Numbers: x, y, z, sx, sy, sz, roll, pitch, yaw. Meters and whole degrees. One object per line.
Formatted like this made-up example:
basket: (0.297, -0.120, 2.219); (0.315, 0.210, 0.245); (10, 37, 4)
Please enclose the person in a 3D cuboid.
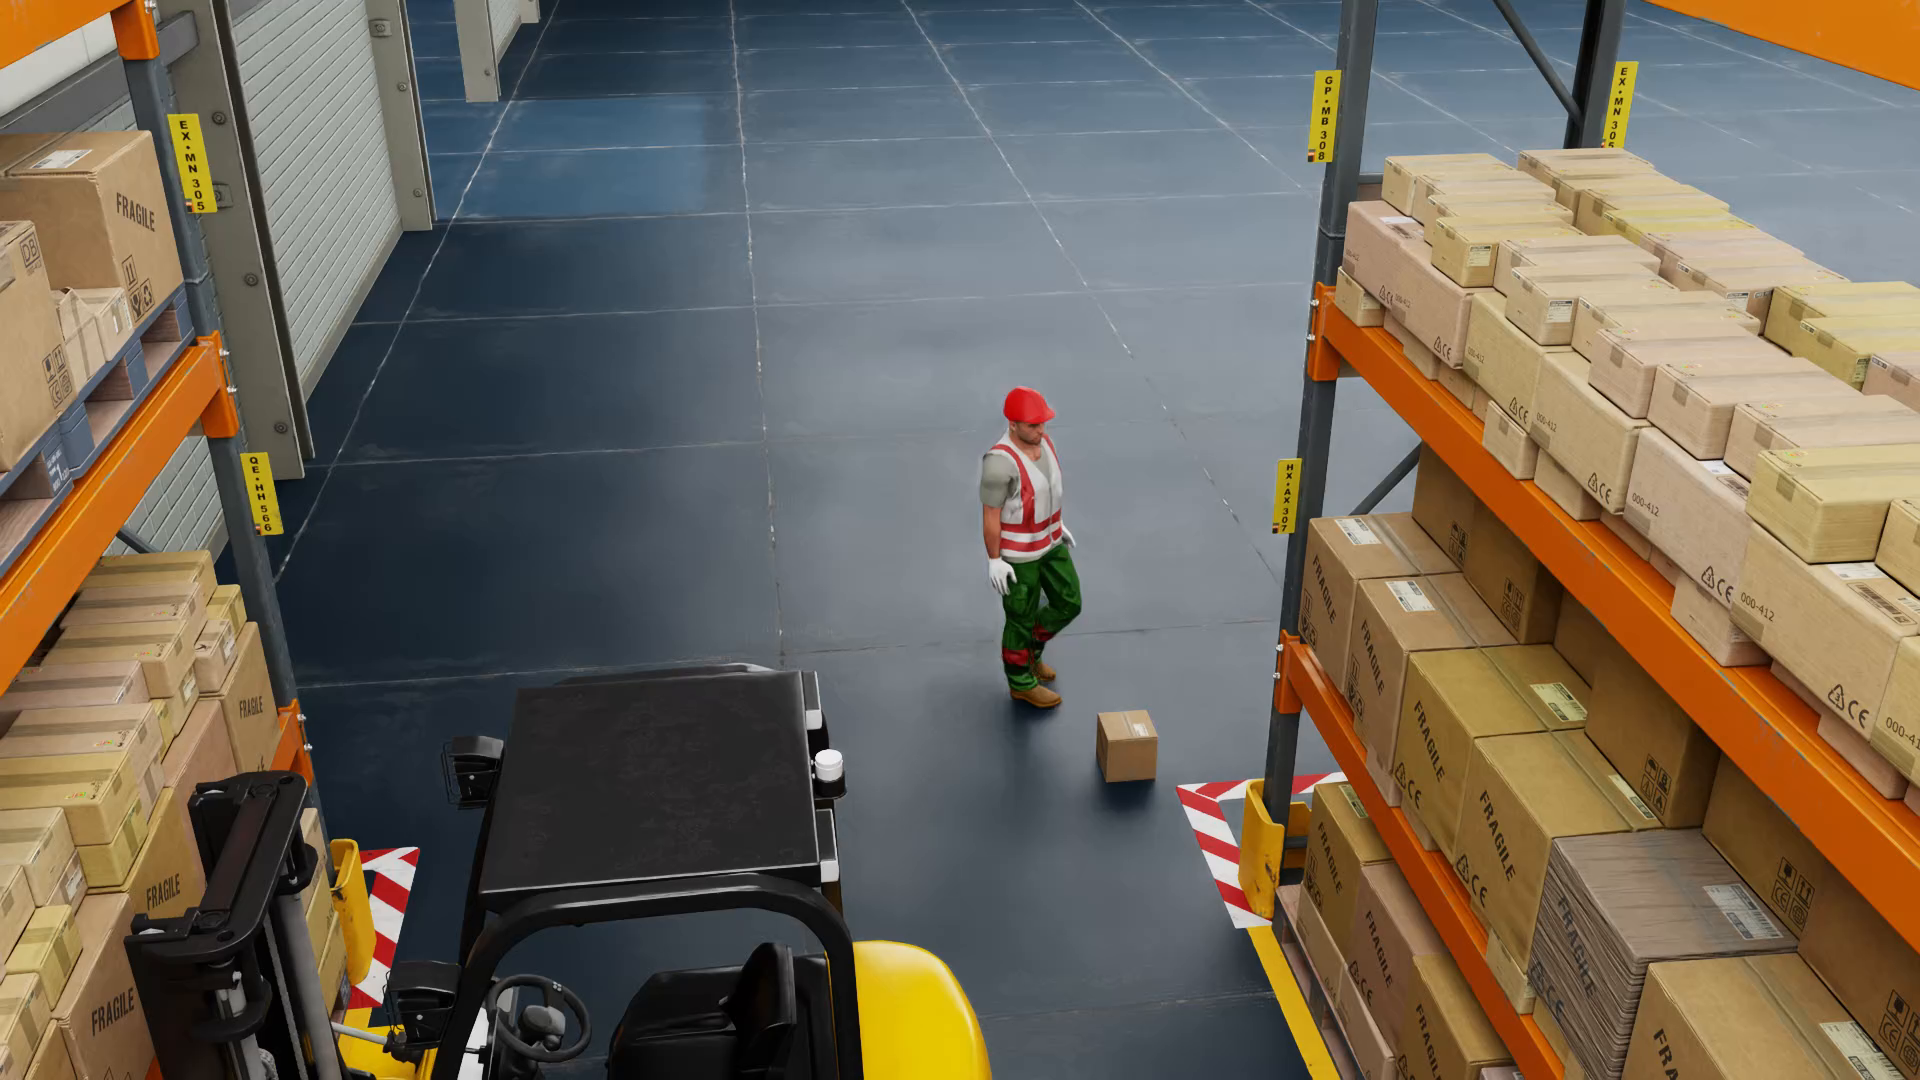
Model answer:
person: (0.376, 0.050, 8.474); (0.416, 1.789, 0.559); (17, 32, 30)
